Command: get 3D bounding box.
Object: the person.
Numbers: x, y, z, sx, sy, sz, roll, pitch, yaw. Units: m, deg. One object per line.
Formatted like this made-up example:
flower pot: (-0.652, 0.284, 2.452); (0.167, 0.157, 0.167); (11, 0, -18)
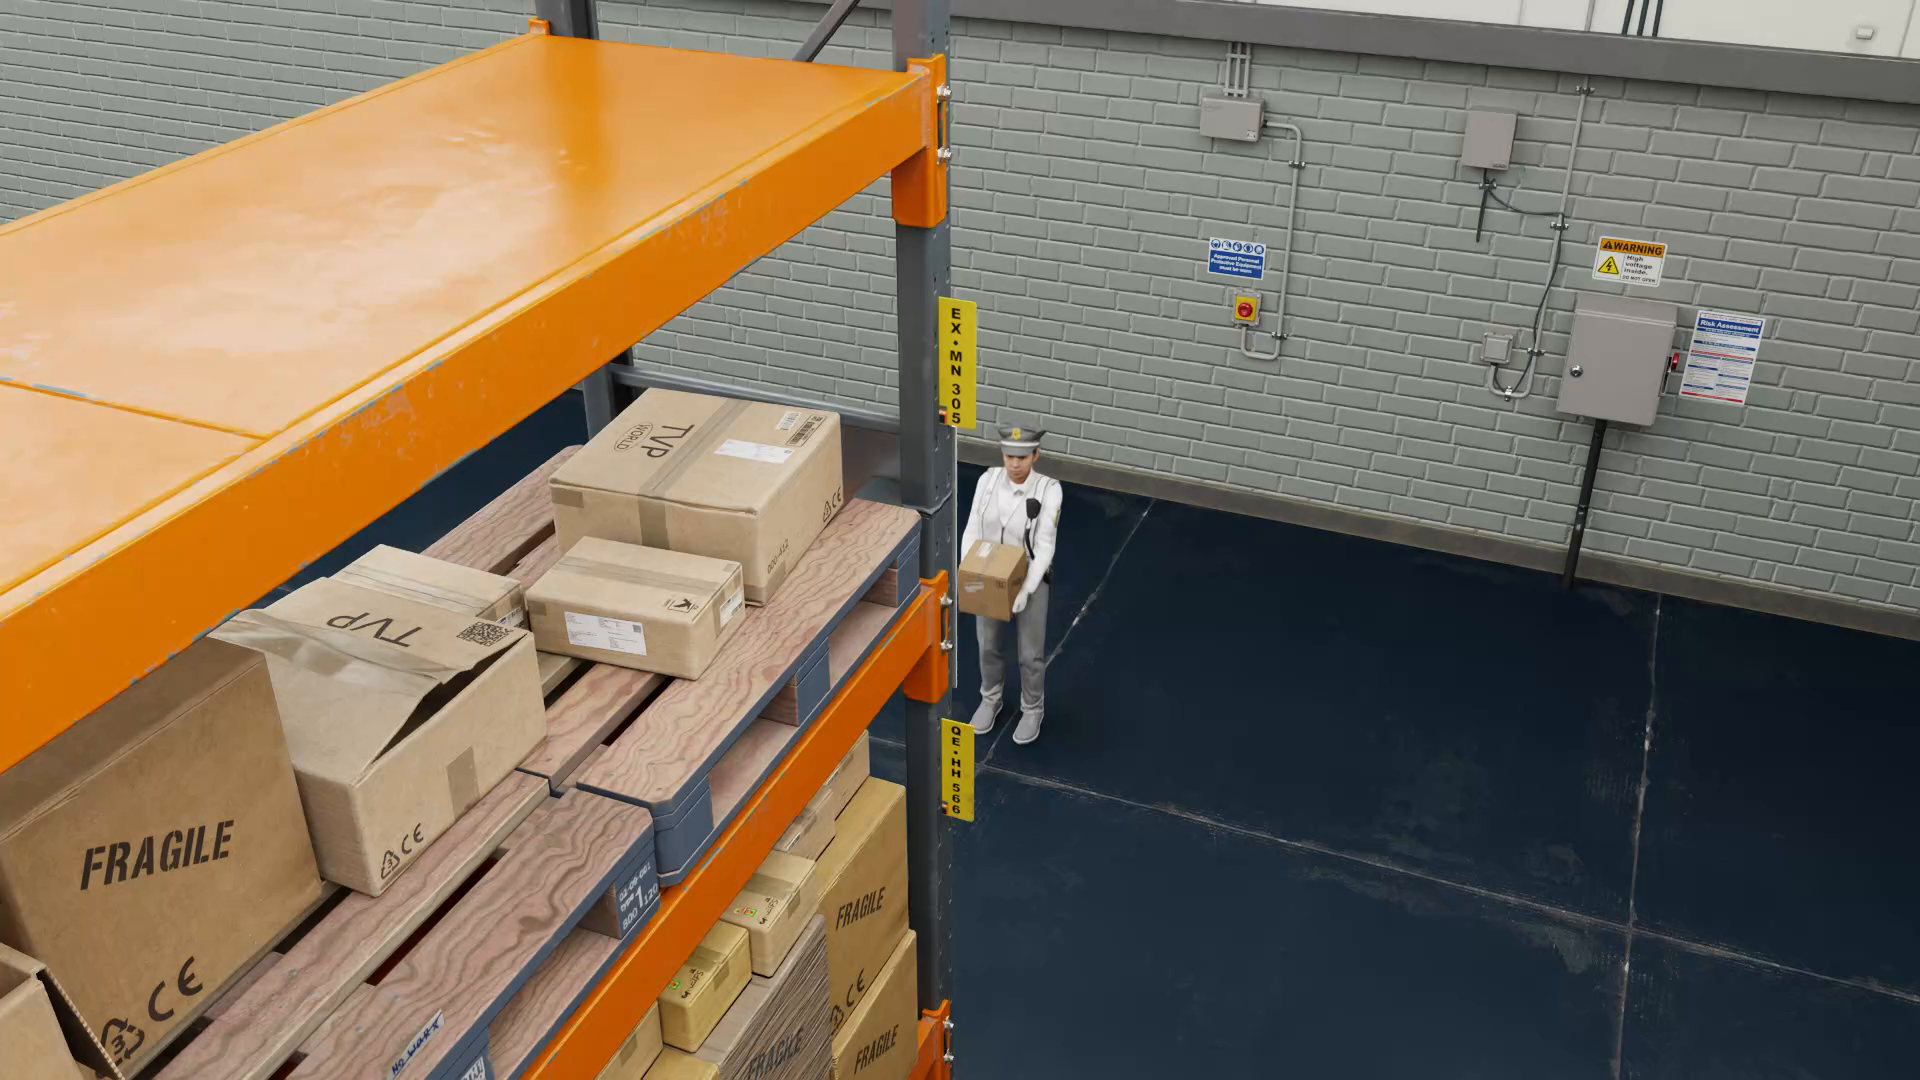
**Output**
person: (0.224, 0.233, 7.963); (0.453, 1.691, 0.535); (11, 32, 19)
